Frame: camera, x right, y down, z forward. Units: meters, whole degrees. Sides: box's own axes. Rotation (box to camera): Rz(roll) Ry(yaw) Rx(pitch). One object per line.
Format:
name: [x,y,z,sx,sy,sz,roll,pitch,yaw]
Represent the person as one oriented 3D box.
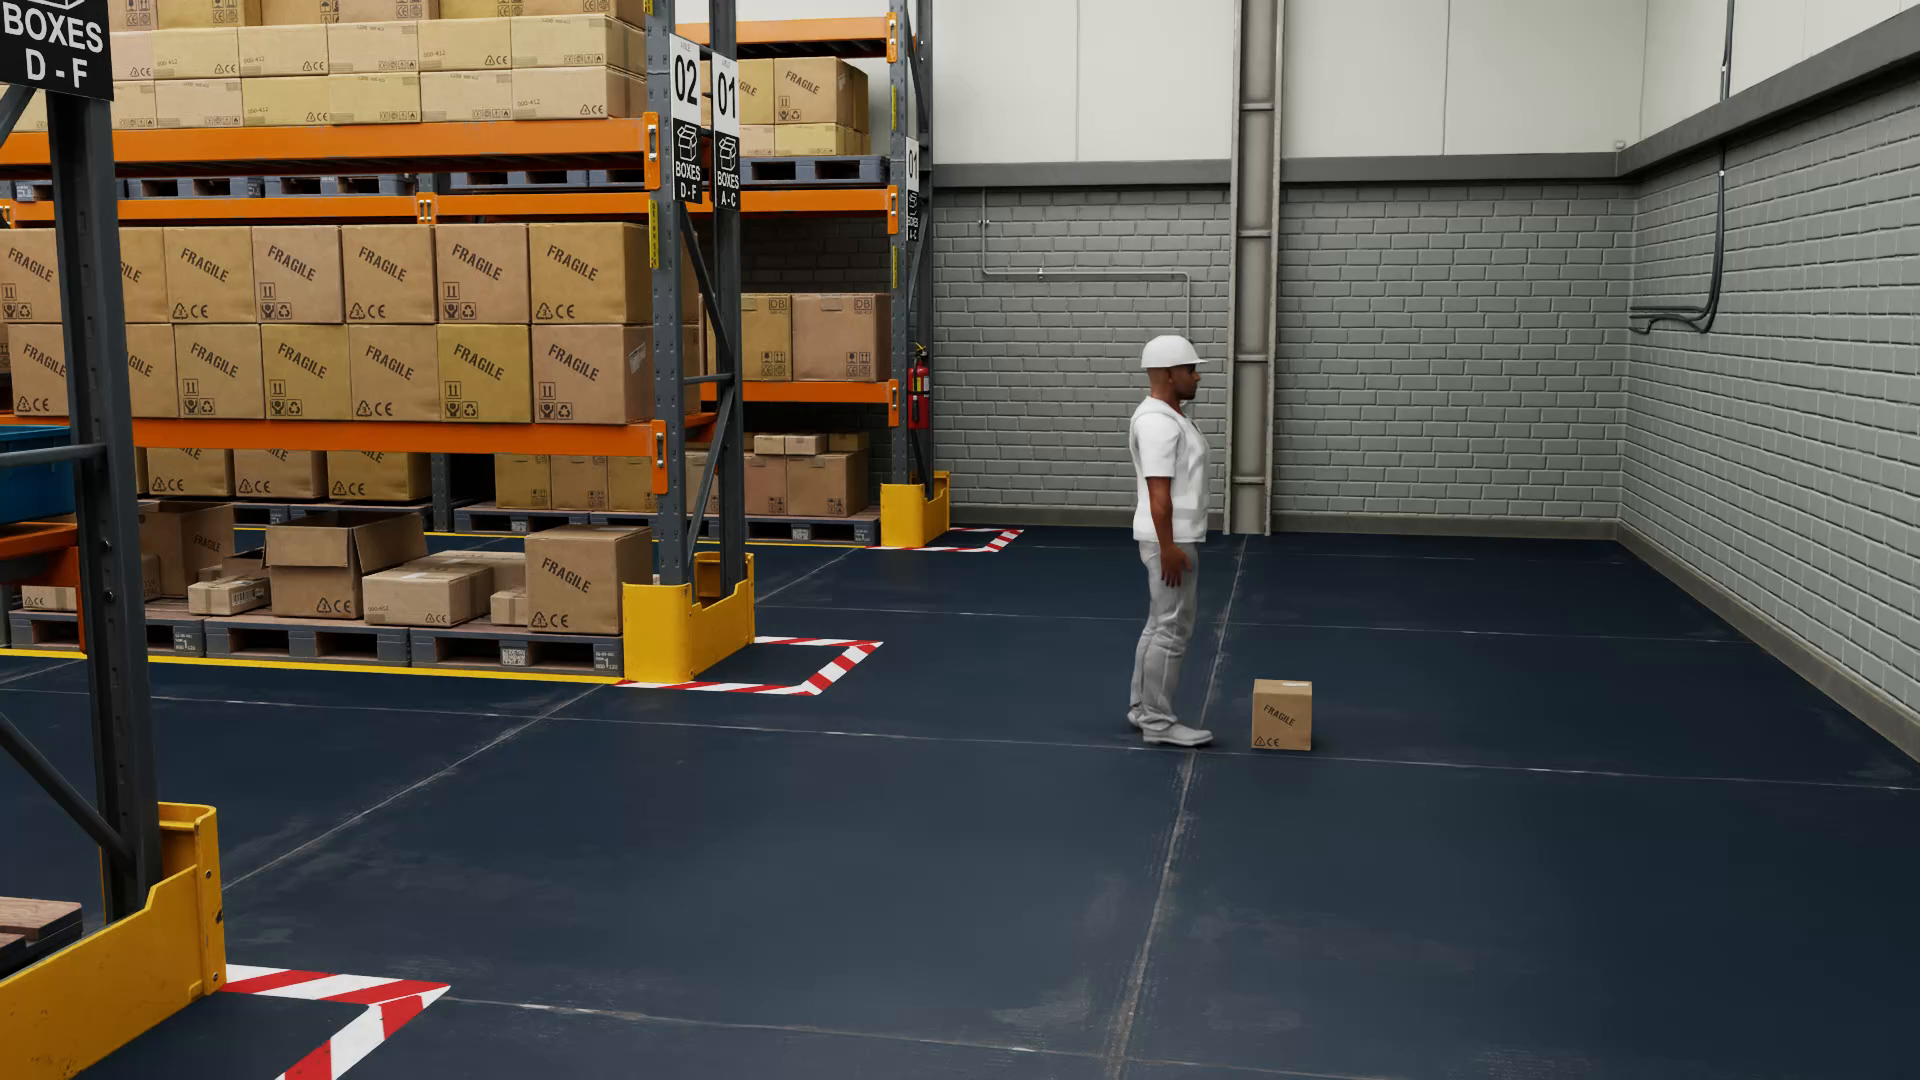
person: [0.925,0.041,7.251,0.406,1.849,0.567,2,8,12]
